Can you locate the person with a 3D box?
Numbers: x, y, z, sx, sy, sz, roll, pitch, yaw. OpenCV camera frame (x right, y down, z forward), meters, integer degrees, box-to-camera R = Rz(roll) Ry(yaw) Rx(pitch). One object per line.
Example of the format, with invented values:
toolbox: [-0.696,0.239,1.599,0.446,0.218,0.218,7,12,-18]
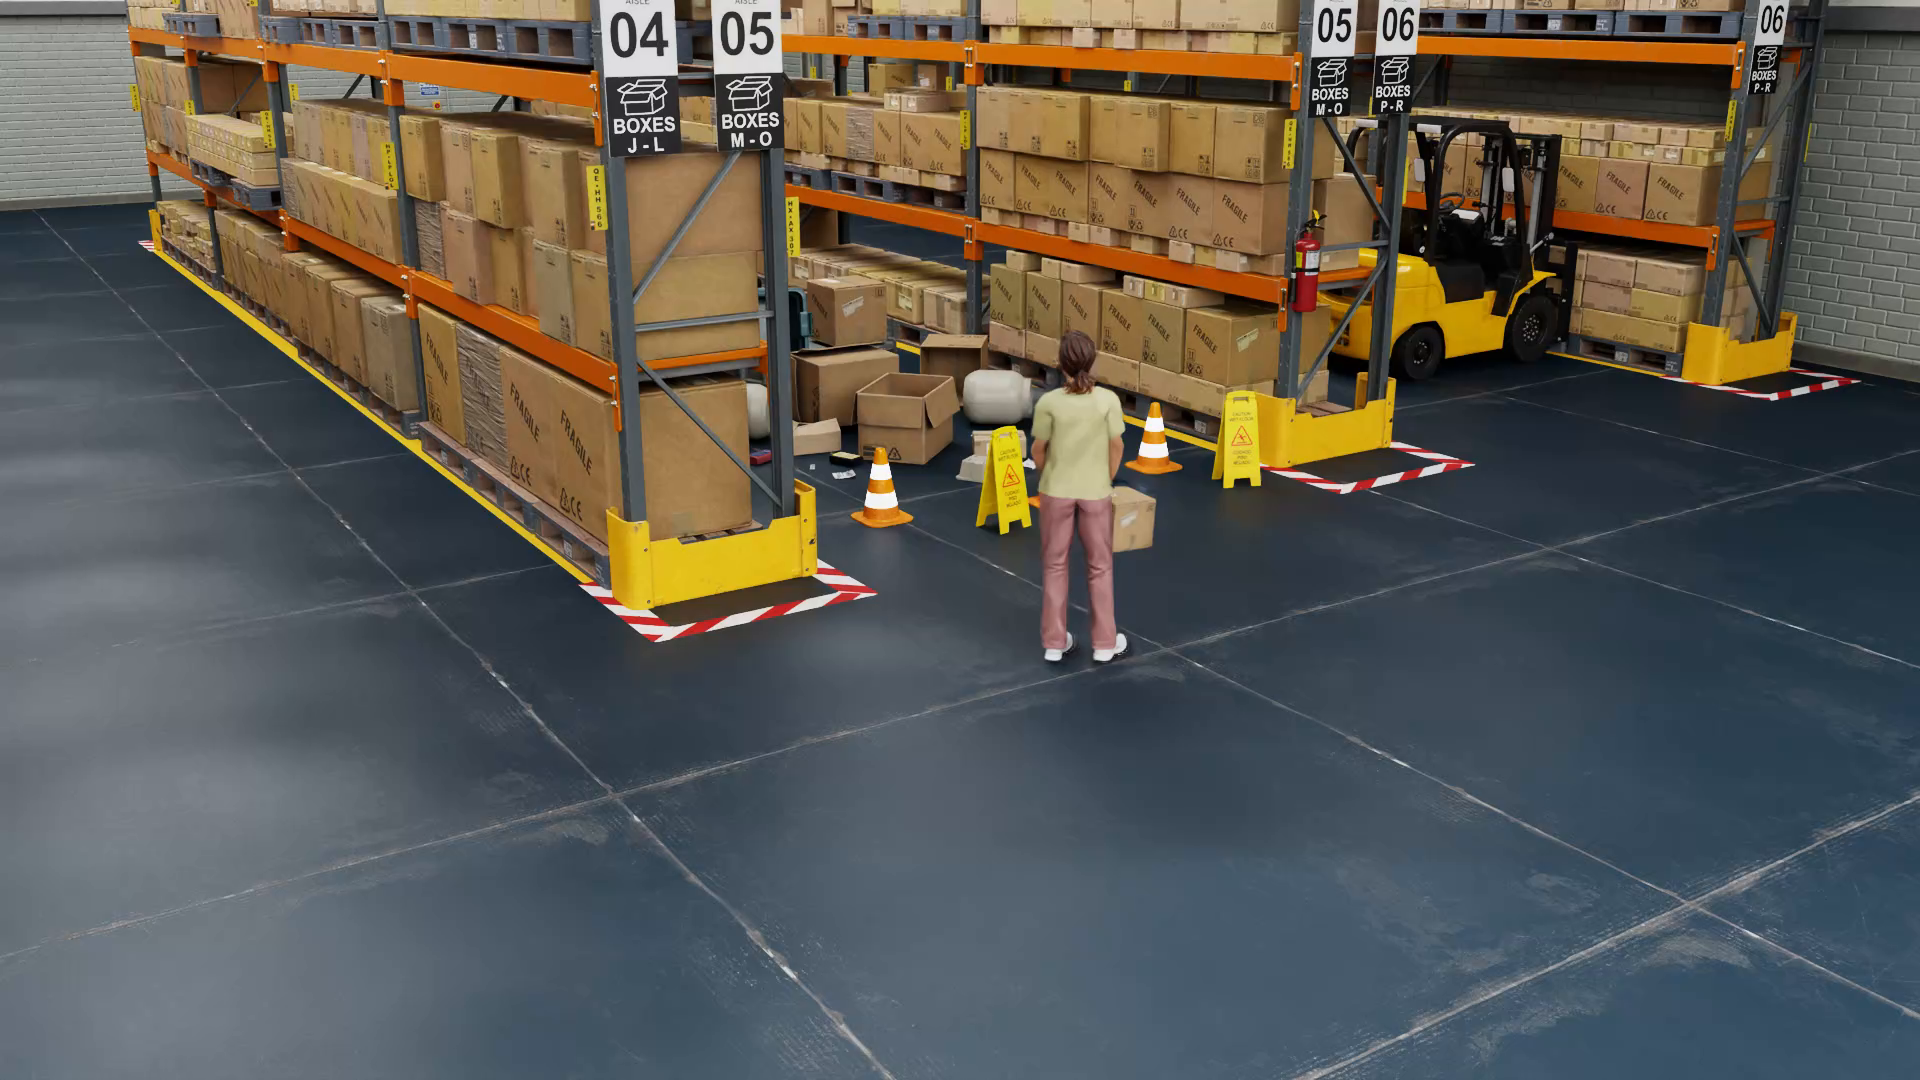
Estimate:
person: [0.597,-0.202,8.126,0.527,1.684,0.443,-1,18,-2]
